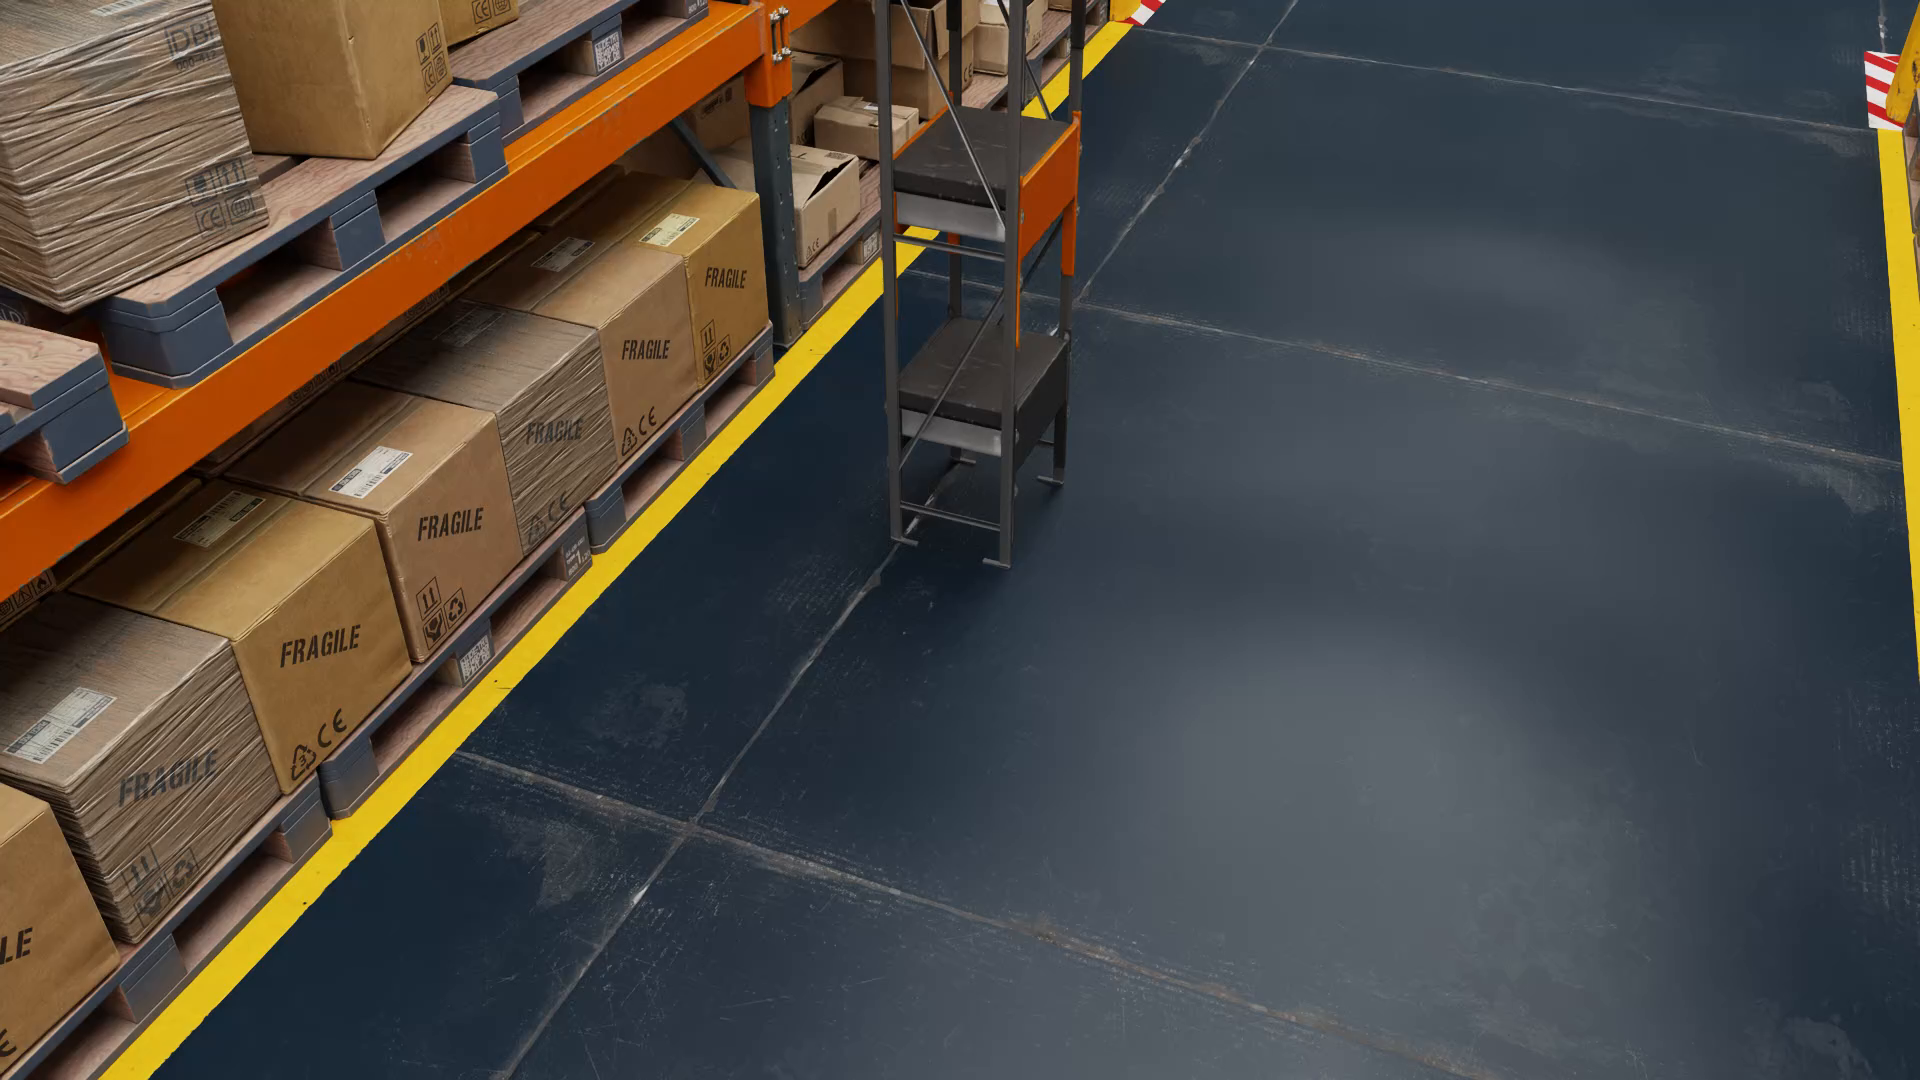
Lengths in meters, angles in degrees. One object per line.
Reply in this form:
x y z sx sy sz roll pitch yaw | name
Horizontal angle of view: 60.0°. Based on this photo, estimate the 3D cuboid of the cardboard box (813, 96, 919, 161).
-0.399 -1.760 7.098 0.380 0.166 0.250 14 39 18 | cardboard box

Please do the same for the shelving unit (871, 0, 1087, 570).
0.063 -0.933 4.744 0.431 2.100 0.503 14 39 18 | shelving unit

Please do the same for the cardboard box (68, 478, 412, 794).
-1.773 0.231 4.156 0.500 0.500 0.500 13 39 17 | cardboard box

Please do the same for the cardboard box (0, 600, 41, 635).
-2.462 0.414 3.911 0.500 0.500 0.500 15 39 20 | cardboard box

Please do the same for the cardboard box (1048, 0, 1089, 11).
0.465 -3.087 8.595 0.500 0.500 0.500 14 39 18 | cardboard box

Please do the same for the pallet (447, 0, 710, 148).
-1.483 -1.560 4.992 1.003 0.211 1.213 14 39 18 | pallet

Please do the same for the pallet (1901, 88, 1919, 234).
4.673 -1.574 7.179 1.003 0.211 1.213 14 39 18 | pallet

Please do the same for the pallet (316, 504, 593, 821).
-1.816 0.199 4.807 1.003 0.211 1.213 14 39 18 | pallet

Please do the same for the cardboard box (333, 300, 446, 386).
-1.877 -0.444 5.059 0.500 0.500 0.500 14 39 18 | cardboard box

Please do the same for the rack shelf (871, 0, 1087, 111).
0.063 -1.482 4.333 0.431 0.518 0.480 14 39 18 | rack shelf

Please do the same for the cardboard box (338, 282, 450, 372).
-1.868 -0.764 4.860 0.500 0.250 0.500 14 39 18 | cardboard box

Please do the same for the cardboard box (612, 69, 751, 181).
-1.124 -1.609 6.618 0.500 0.500 0.500 14 39 18 | cardboard box

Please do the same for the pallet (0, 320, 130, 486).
-2.407 -0.154 3.111 1.213 0.211 1.003 14 39 18 | pallet

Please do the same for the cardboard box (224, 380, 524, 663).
-1.580 -0.059 4.544 0.500 0.500 0.500 13 39 16 | cardboard box

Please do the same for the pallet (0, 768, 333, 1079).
-2.281 0.872 3.906 1.003 0.211 1.213 14 39 18 | pallet

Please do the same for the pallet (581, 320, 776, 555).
-1.353 -0.478 5.714 1.003 0.211 1.213 14 39 18 | pallet

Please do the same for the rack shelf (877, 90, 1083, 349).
0.063 -0.922 4.752 0.431 0.518 0.480 14 39 18 | rack shelf

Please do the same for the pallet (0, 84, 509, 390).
-1.865 -0.841 4.029 1.003 0.211 1.213 14 39 18 | pallet

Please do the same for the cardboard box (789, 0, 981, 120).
-0.368 -2.272 7.502 0.797 0.503 0.637 14 39 18 | cardboard box

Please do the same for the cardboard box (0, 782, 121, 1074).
-2.163 0.798 3.397 0.500 0.500 0.500 15 39 20 | cardboard box

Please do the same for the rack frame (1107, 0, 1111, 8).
0.444 -4.269 8.456 1.000 3.000 0.127 14 39 18 | rack frame

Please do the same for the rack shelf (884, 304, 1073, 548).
0.063 -0.361 5.171 0.431 0.518 0.480 14 39 18 | rack shelf

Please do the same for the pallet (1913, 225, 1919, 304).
4.208 -0.901 6.279 1.003 0.211 1.213 14 39 18 | pallet

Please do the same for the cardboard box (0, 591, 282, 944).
-1.969 0.507 3.786 0.500 0.500 0.500 12 39 16 | cardboard box

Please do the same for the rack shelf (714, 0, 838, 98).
-0.317 -2.874 7.190 1.077 0.370 4.000 14 39 18 | rack shelf

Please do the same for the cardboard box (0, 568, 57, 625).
-2.444 0.082 3.730 0.500 0.250 0.500 15 39 19 | cardboard box

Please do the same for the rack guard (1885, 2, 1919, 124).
5.020 -2.154 7.714 1.175 0.500 0.348 14 39 18 | rack guard

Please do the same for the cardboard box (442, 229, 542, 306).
-1.680 -0.719 5.427 0.500 0.500 0.500 14 39 18 | cardboard box

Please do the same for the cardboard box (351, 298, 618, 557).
-1.388 -0.342 4.922 0.500 0.500 0.500 14 39 18 | cardboard box

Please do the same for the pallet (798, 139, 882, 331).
-0.816 -1.317 6.836 1.003 0.211 1.213 14 39 18 | pallet

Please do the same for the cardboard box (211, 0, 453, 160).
-1.693 -1.270 4.010 0.700 0.500 0.500 5 37 6 | cardboard box

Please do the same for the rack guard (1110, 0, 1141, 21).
0.415 -3.226 9.148 1.175 0.500 0.348 14 39 18 | rack guard

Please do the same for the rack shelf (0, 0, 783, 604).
-1.839 -0.659 4.227 1.077 0.370 4.000 14 39 18 | rack shelf

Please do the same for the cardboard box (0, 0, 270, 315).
-1.940 -0.885 3.495 0.700 0.500 0.500 21 42 26 | cardboard box

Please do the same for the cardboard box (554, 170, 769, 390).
-1.001 -0.891 5.657 0.500 0.500 0.500 14 39 17 | cardboard box

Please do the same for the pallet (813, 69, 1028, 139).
-0.353 -1.995 7.743 1.003 0.211 1.213 14 39 18 | pallet

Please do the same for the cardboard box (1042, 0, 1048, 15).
0.227 -2.749 8.422 0.380 0.166 0.250 14 39 18 | cardboard box

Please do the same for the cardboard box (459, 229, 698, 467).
-1.197 -0.619 5.293 0.500 0.500 0.500 14 39 18 | cardboard box

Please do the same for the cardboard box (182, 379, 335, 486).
-2.070 -0.164 4.685 0.500 0.500 0.500 12 39 16 | cardboard box

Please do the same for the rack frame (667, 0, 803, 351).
-1.078 -2.054 5.493 1.000 3.000 0.127 14 39 18 | rack frame

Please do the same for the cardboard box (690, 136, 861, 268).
-0.719 -1.337 6.411 0.500 0.311 0.500 14 39 18 | cardboard box

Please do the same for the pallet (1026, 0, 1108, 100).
0.112 -2.668 8.644 1.003 0.211 1.213 14 39 18 | pallet

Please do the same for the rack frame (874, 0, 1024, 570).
-0.030 -0.798 4.563 0.400 2.100 0.015 14 39 18 | rack frame

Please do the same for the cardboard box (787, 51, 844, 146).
-0.838 -1.949 7.230 0.500 0.311 0.500 14 39 18 | cardboard box

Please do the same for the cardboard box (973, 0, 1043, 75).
0.075 -2.468 7.975 0.500 0.250 0.500 14 39 18 | cardboard box

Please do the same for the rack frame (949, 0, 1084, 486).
0.156 -1.068 4.925 0.400 2.100 0.015 14 39 18 | rack frame

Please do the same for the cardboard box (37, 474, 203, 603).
-2.264 0.128 4.294 0.500 0.500 0.500 12 39 16 | cardboard box

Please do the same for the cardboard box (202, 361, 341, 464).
-2.059 -0.486 4.489 0.500 0.250 0.500 13 39 17 | cardboard box

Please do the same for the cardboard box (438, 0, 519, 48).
-1.668 -1.656 4.526 0.700 0.500 0.500 20 41 25 | cardboard box

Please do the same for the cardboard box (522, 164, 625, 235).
-1.488 -1.017 5.826 0.500 0.500 0.500 12 38 16 | cardboard box
